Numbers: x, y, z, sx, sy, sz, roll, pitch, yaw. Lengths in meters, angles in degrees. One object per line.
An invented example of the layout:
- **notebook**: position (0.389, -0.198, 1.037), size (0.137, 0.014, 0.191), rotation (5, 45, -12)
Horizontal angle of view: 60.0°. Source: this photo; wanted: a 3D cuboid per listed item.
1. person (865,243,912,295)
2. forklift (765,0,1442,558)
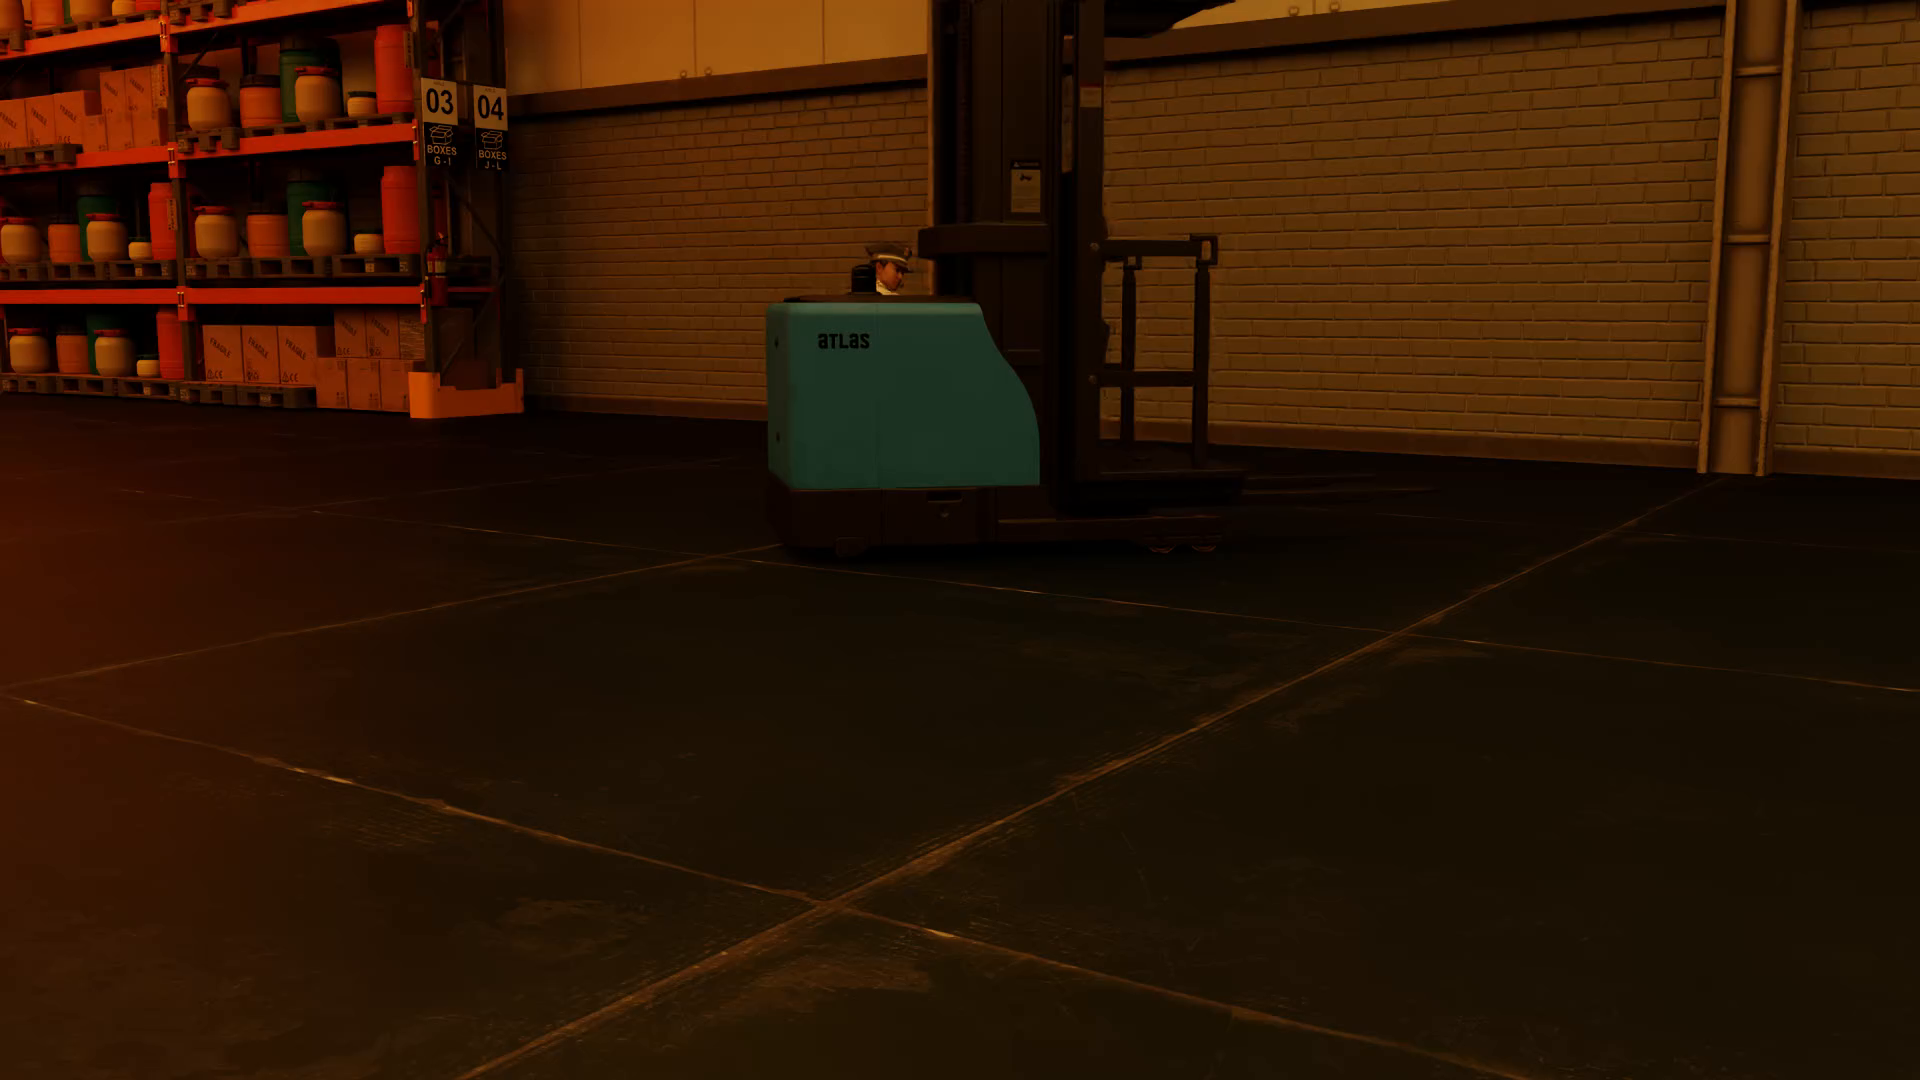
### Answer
- **person**: position (-0.298, -0.951, 9.384), size (0.760, 1.423, 1.047), rotation (5, 9, 30)
- **forklift**: position (0.669, -1.461, 7.469), size (3.031, 2.935, 1.130), rotation (-2, 8, -13)
